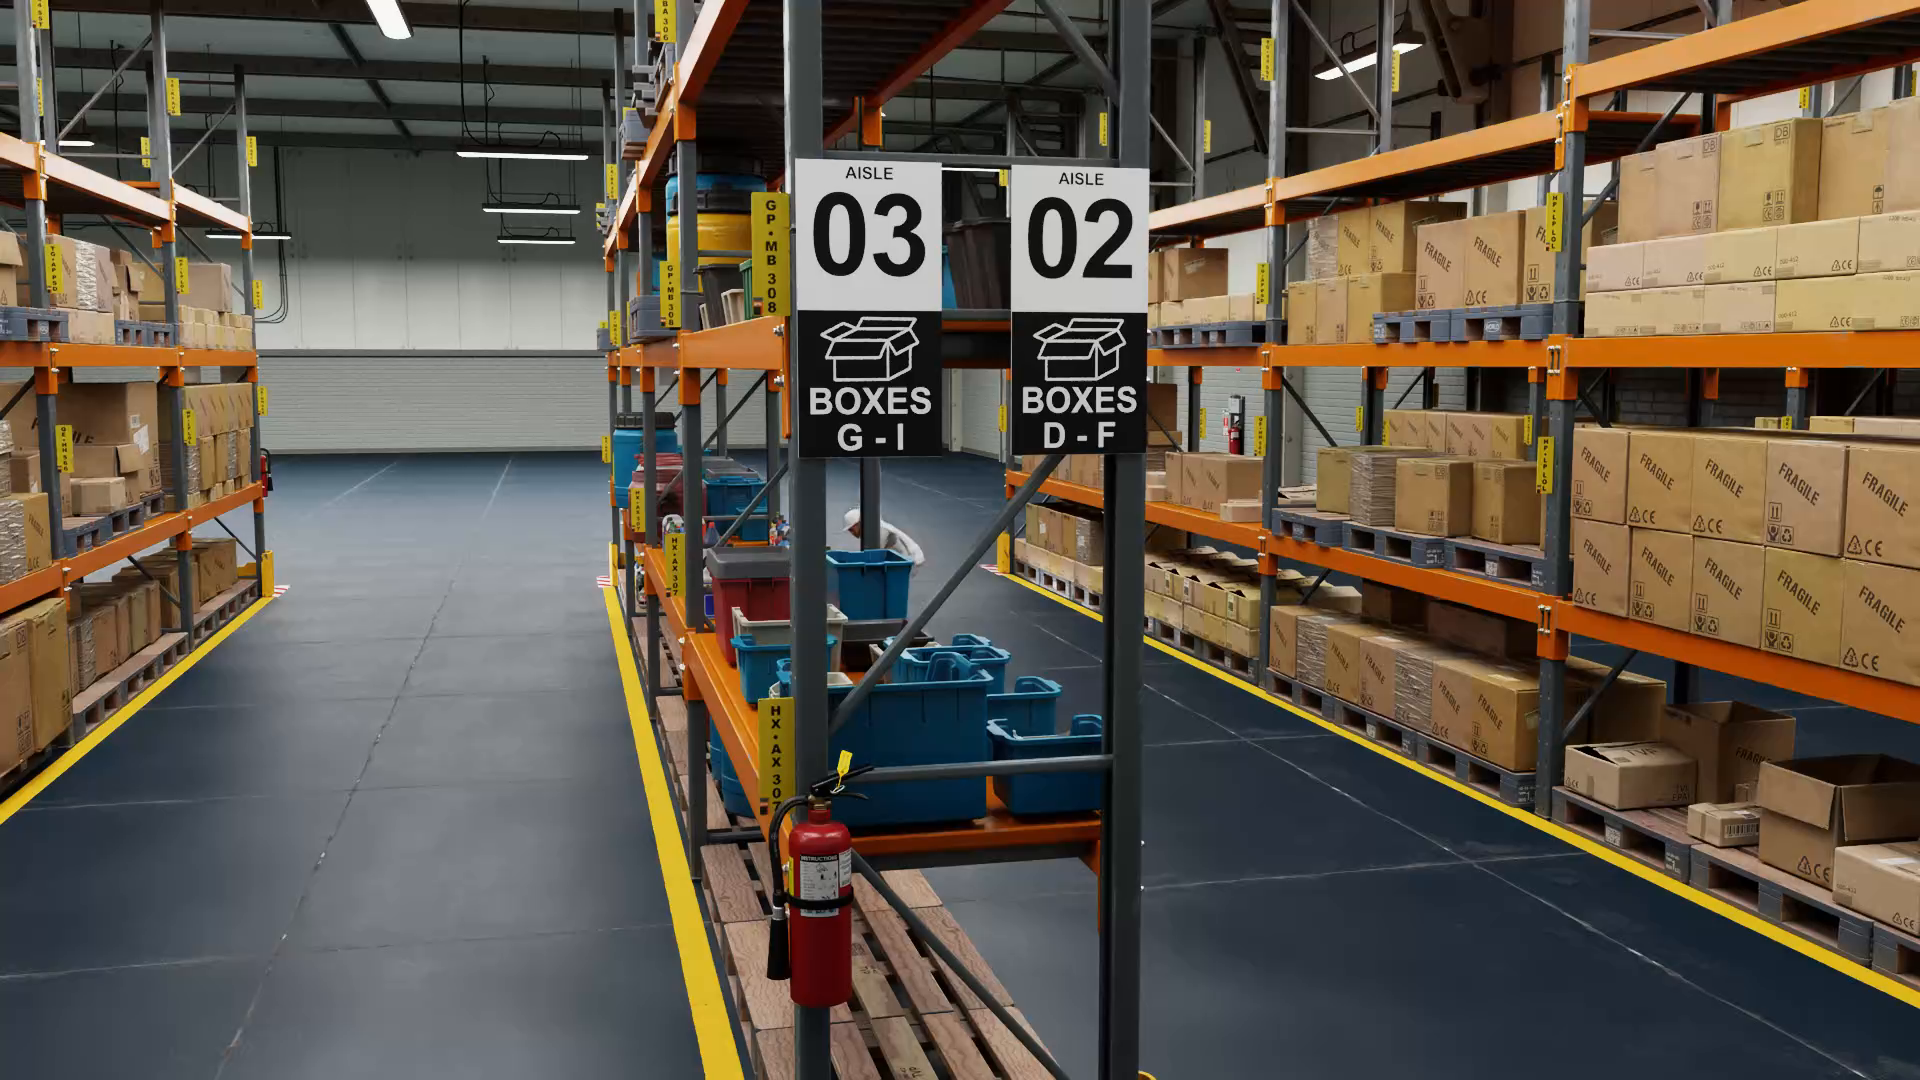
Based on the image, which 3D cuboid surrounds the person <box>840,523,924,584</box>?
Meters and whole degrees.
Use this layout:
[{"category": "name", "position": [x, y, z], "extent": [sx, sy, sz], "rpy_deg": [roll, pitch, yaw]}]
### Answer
[{"category": "person", "position": [-0.795, 0.350, 16.927], "extent": [0.870, 1.065, 0.577], "rpy_deg": [-1, 6, -14]}]
